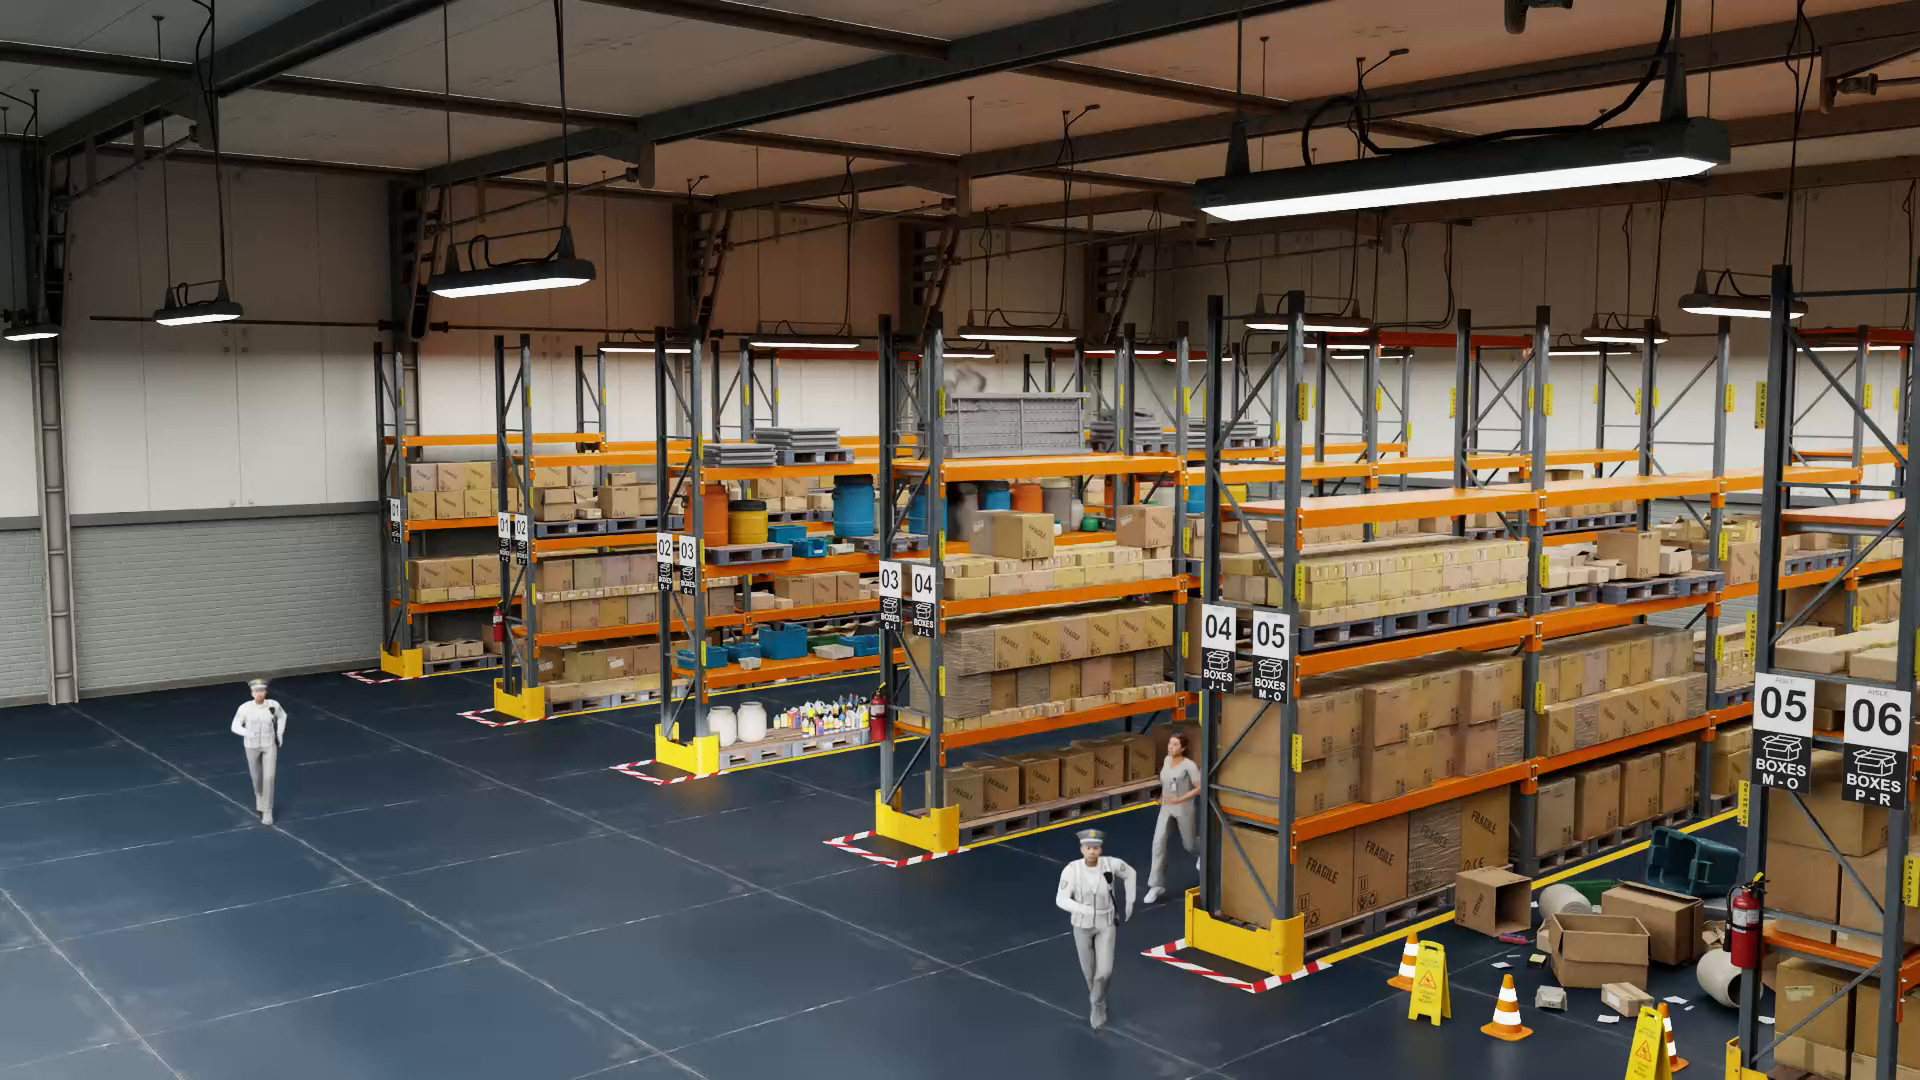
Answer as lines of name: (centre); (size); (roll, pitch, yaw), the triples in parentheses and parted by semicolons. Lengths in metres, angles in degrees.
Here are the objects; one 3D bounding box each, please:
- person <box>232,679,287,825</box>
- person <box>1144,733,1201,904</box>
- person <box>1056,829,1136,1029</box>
person: (-8.386, 2.487, 19.920); (0.605, 1.693, 0.927); (-2, 6, -20)
person: (2.262, 2.796, 17.044); (0.536, 1.672, 1.124); (4, 6, 36)
person: (1.093, 3.108, 13.351); (0.639, 1.663, 0.716); (0, 5, 5)
